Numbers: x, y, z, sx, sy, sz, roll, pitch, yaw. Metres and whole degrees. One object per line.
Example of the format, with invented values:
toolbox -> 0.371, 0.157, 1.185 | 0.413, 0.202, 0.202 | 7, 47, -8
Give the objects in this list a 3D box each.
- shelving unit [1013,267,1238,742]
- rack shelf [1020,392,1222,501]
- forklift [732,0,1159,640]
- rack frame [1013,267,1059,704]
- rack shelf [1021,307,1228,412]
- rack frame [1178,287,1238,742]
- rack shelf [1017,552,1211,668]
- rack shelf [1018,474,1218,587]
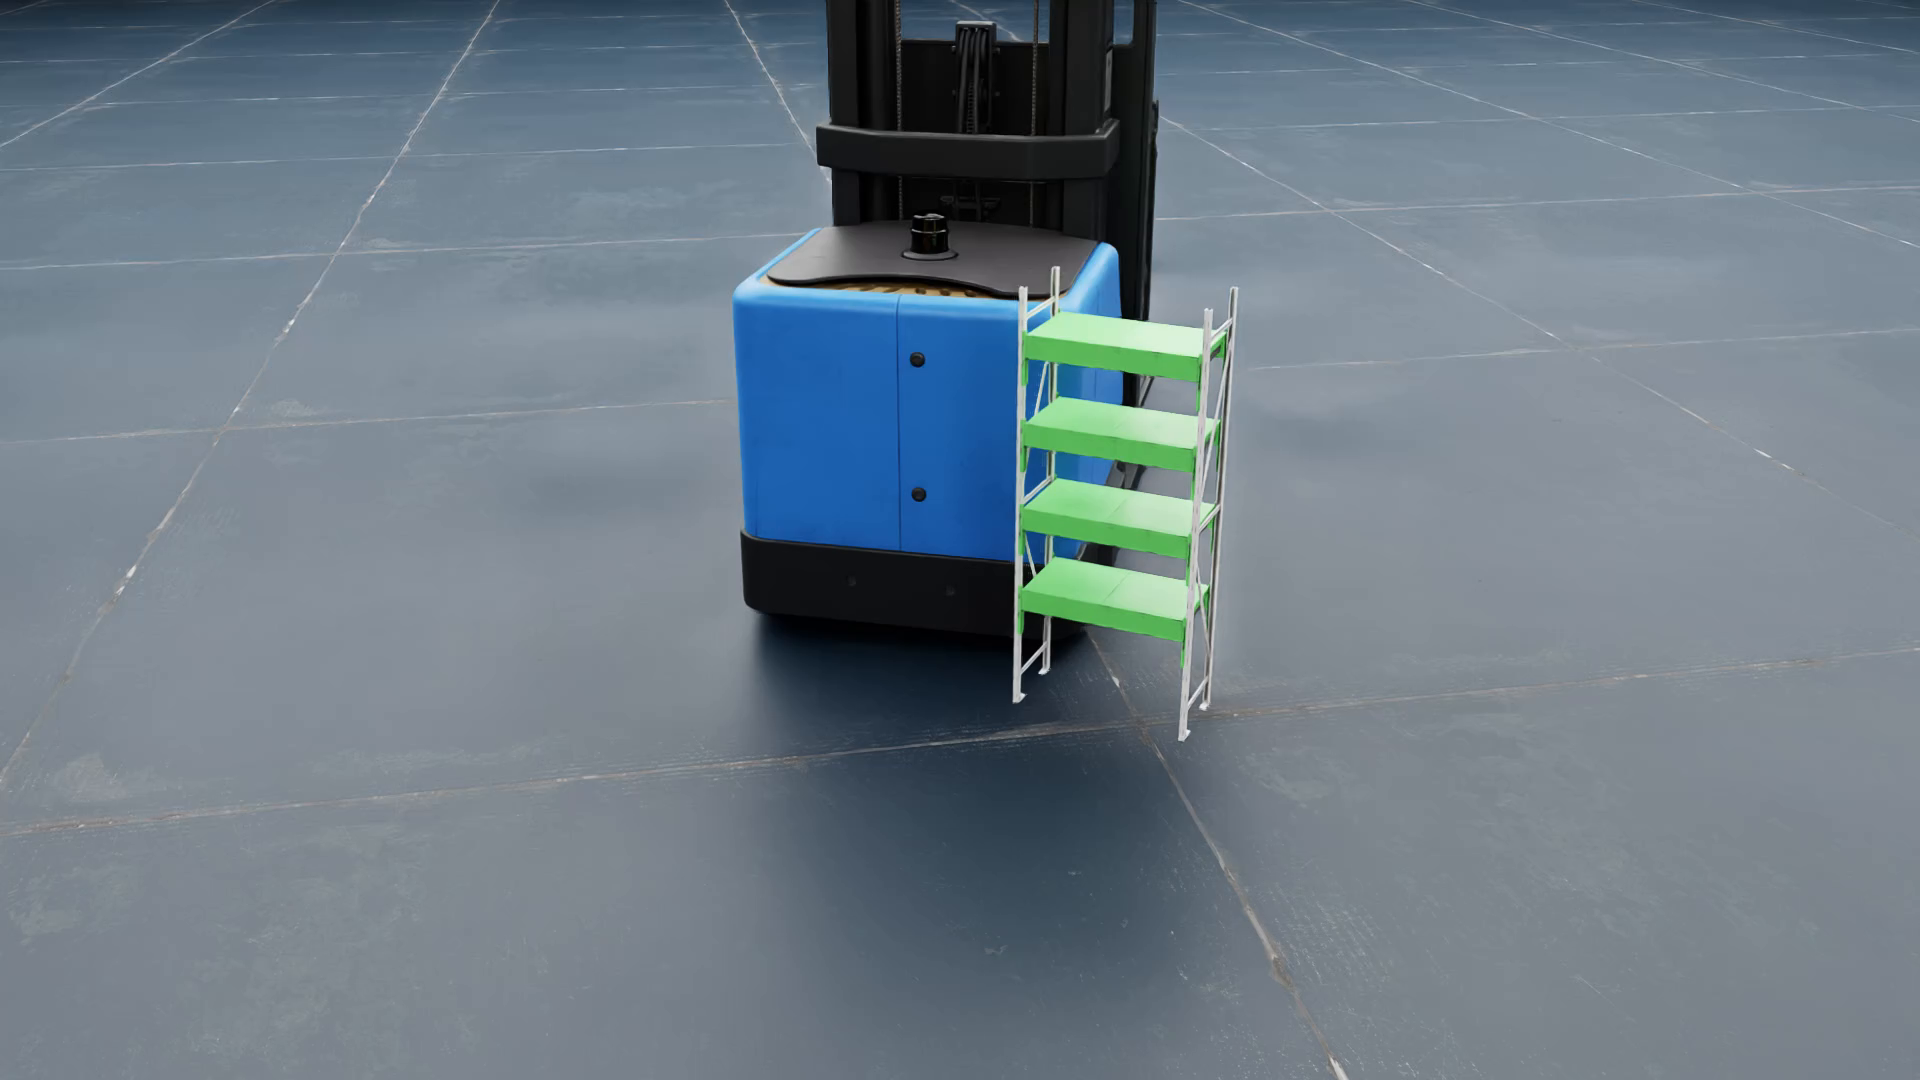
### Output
shelving unit -> 0.428, -0.090, 4.458 | 0.503, 1.200, 0.258 | 11, 26, 23
rack shelf -> 0.428, -0.252, 4.387 | 0.480, 0.148, 0.258 | 11, 26, 23
forklift -> 0.155, -1.610, 5.775 | 1.130, 2.935, 3.031 | 5, 24, 12
rack frame -> 0.207, -0.132, 4.552 | 0.015, 1.200, 0.240 | 11, 26, 23
rack shelf -> 0.428, -0.472, 4.291 | 0.480, 0.148, 0.258 | 11, 26, 23
rack frame -> 0.649, -0.049, 4.363 | 0.015, 1.200, 0.240 | 11, 26, 23
rack shelf -> 0.428, 0.188, 4.579 | 0.480, 0.148, 0.258 | 11, 26, 23
rack shelf -> 0.428, -0.032, 4.483 | 0.480, 0.148, 0.258 | 11, 26, 23
